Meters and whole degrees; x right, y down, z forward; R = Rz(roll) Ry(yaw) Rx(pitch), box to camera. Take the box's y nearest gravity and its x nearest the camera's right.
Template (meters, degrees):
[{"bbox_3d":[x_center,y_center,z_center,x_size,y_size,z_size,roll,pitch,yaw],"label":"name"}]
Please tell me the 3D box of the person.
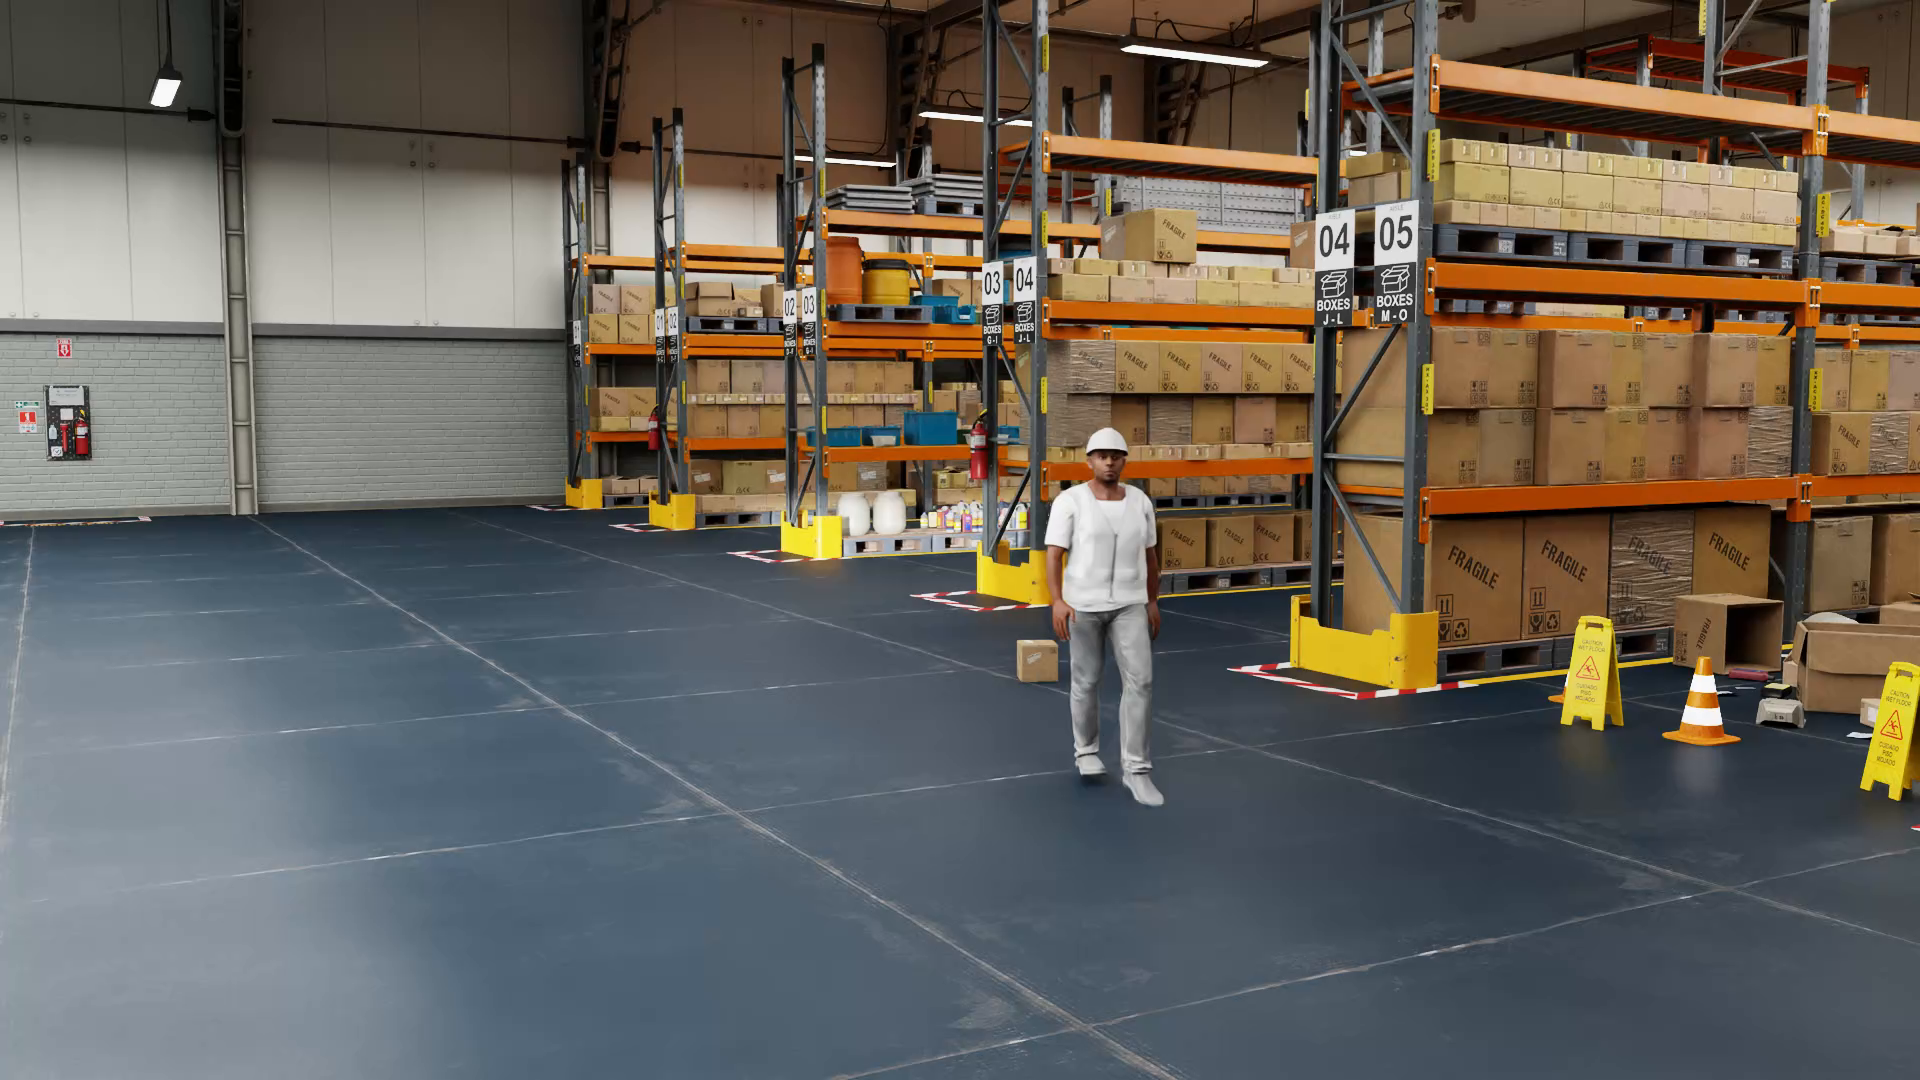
[{"bbox_3d":[0.728,0.356,8.120,0.625,1.803,0.750,-1,5,-8],"label":"person"}]
